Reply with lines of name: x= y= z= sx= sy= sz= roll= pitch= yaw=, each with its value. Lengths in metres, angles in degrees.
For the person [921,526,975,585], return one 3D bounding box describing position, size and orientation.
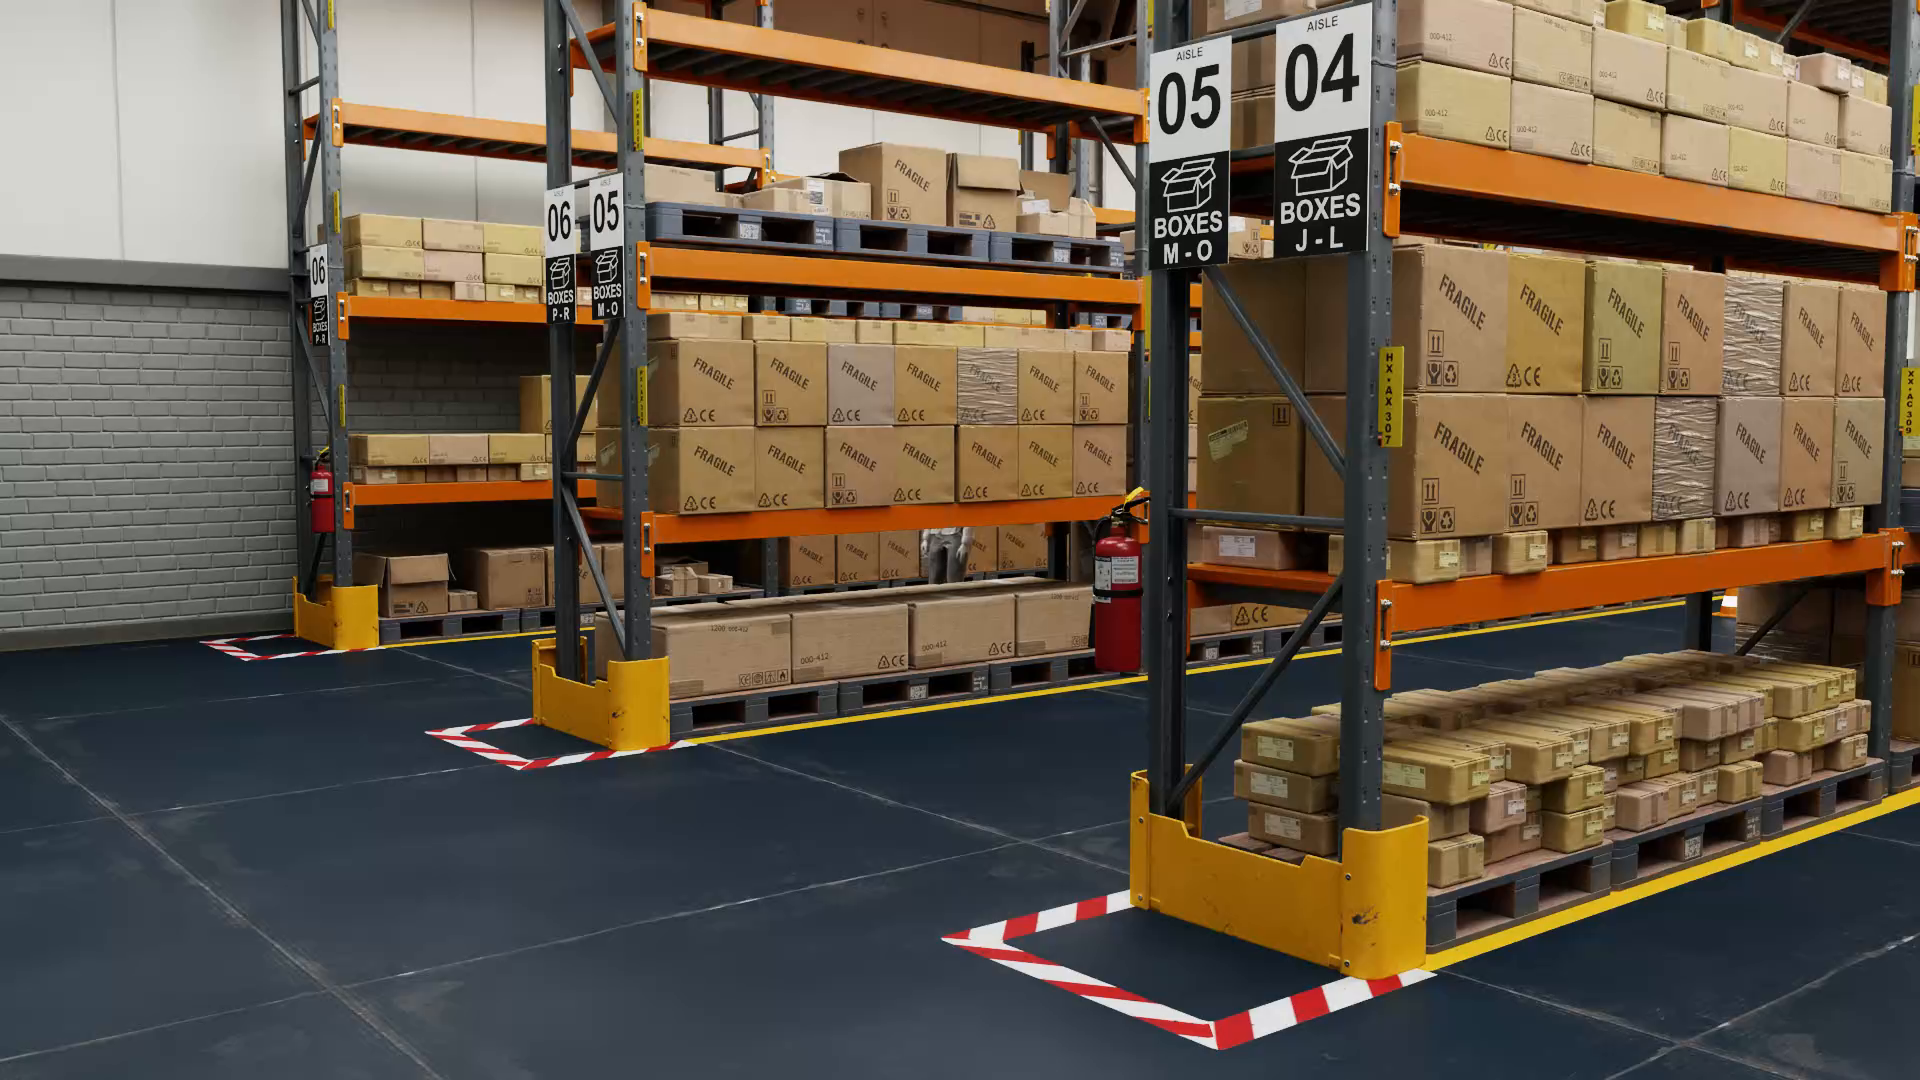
person: x=-0.091 y=0.031 z=13.310 sx=0.373 sy=1.664 sz=0.543 roll=-4 pitch=6 yaw=-41
